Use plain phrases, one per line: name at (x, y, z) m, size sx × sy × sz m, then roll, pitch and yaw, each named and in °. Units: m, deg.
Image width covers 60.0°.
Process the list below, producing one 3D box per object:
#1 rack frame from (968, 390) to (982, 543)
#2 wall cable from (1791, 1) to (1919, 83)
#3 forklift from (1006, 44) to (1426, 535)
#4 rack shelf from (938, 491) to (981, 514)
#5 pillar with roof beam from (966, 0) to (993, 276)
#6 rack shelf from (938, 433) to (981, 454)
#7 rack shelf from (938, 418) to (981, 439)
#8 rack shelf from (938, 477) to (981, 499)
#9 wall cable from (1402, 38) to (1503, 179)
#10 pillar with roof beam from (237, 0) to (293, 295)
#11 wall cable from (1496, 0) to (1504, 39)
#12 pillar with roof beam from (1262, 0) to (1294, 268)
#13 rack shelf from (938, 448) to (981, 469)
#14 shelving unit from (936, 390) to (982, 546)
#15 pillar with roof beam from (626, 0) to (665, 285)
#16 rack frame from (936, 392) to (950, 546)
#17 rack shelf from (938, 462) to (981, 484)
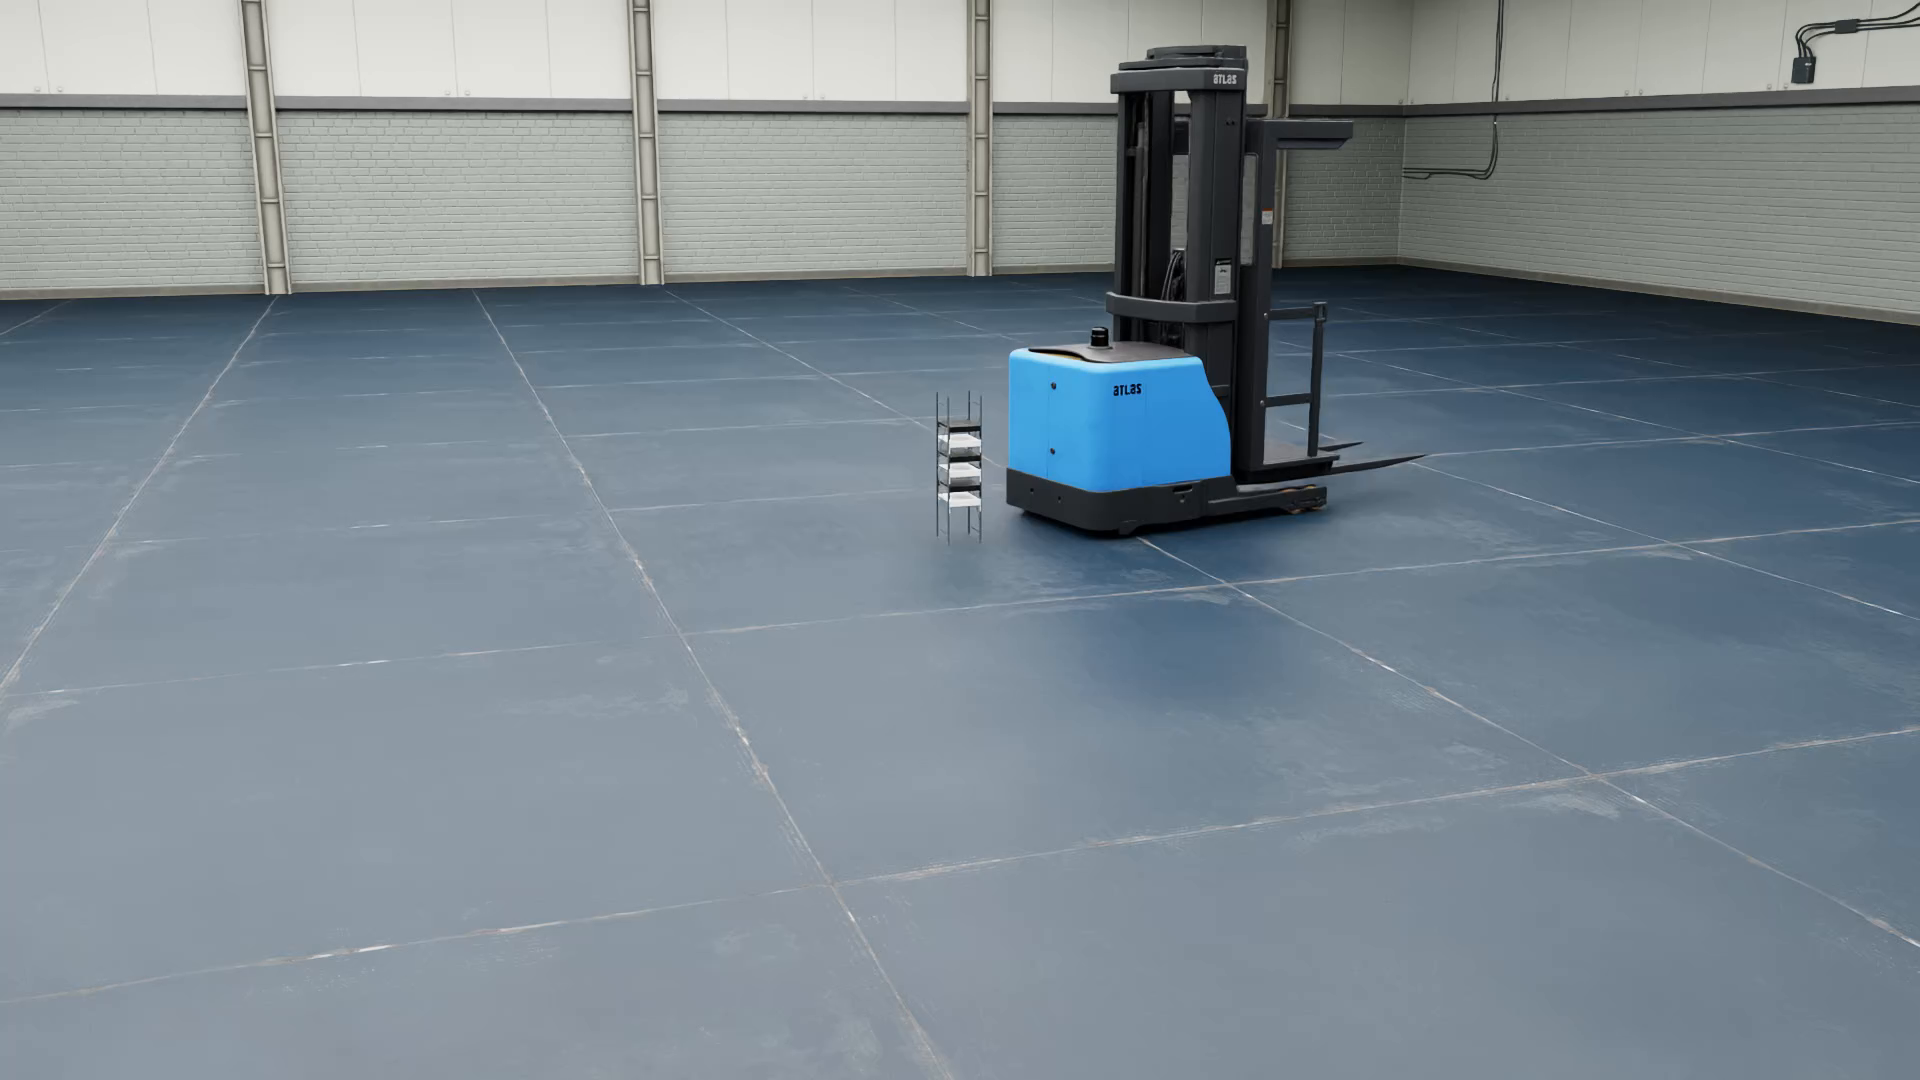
rack frame at (0.089, -0.445, 10.068) m, size 0.006 × 0.900 × 0.240 m, roll -4°, pitch 14°, yaw -18°
wall cable at (12.266, -9.194, 22.001) m, size 0.169 × 6.003 × 2.305 m, roll -4°, pitch 14°, yaw -18°
forklift at (1.822, -1.689, 10.909) m, size 3.031 × 2.935 × 1.130 m, roll -8°, pitch 16°, yaw -31°
rack shelf at (-0.008, -0.230, 10.086) m, size 0.200 × 0.077 × 0.258 m, roll -4°, pitch 14°, yaw -18°
pillar with roof beam at (1.726, -8.309, 25.627) m, size 0.400 × 9.000 × 9.100 m, roll -4°, pitch 14°, yaw -18°
rack shelf at (-0.008, -0.580, 10.002) m, size 0.200 × 0.077 × 0.258 m, roll -4°, pitch 14°, yaw -18°
rack shelf at (-0.008, -0.667, 9.981) m, size 0.200 × 0.077 × 0.258 m, roll -4°, pitch 14°, yaw -18°
rack shelf at (-0.008, -0.317, 10.065) m, size 0.200 × 0.077 × 0.258 m, roll -4°, pitch 14°, yaw -18°
wall cable at (9.254, -8.113, 31.513) m, size 0.112 × 2.526 × 3.097 m, roll -4°, pitch 14°, yaw -18°
pillar with roof beam at (-9.647, -7.423, 21.904) m, size 0.400 × 9.000 × 9.100 m, roll -4°, pitch 14°, yaw -18°
wall cable at (10.116, -9.976, 28.434) m, size 0.112 × 2.526 × 3.097 m, roll -4°, pitch 14°, yaw -18°
pillar with roof beam at (7.413, -8.752, 27.489) m, size 0.400 × 9.000 × 9.100 m, roll -4°, pitch 14°, yaw -18°
rack shelf at (-0.008, -0.492, 10.023) m, size 0.200 × 0.077 × 0.258 m, roll -4°, pitch 14°, yaw -18°
shelving unit at (-0.008, -0.437, 10.036) m, size 0.210 × 0.900 × 0.258 m, roll -4°, pitch 14°, yaw -18°
pillar with roof beam at (-3.961, -7.866, 23.766) m, size 0.400 × 9.000 × 9.100 m, roll -4°, pitch 14°, yaw -18°
rack frame at (-0.104, -0.430, 10.005) m, size 0.006 × 0.900 × 0.240 m, roll -4°, pitch 14°, yaw -18°
rack shelf at (-0.008, -0.405, 10.044) m, size 0.200 × 0.077 × 0.258 m, roll -4°, pitch 14°, yaw -18°
